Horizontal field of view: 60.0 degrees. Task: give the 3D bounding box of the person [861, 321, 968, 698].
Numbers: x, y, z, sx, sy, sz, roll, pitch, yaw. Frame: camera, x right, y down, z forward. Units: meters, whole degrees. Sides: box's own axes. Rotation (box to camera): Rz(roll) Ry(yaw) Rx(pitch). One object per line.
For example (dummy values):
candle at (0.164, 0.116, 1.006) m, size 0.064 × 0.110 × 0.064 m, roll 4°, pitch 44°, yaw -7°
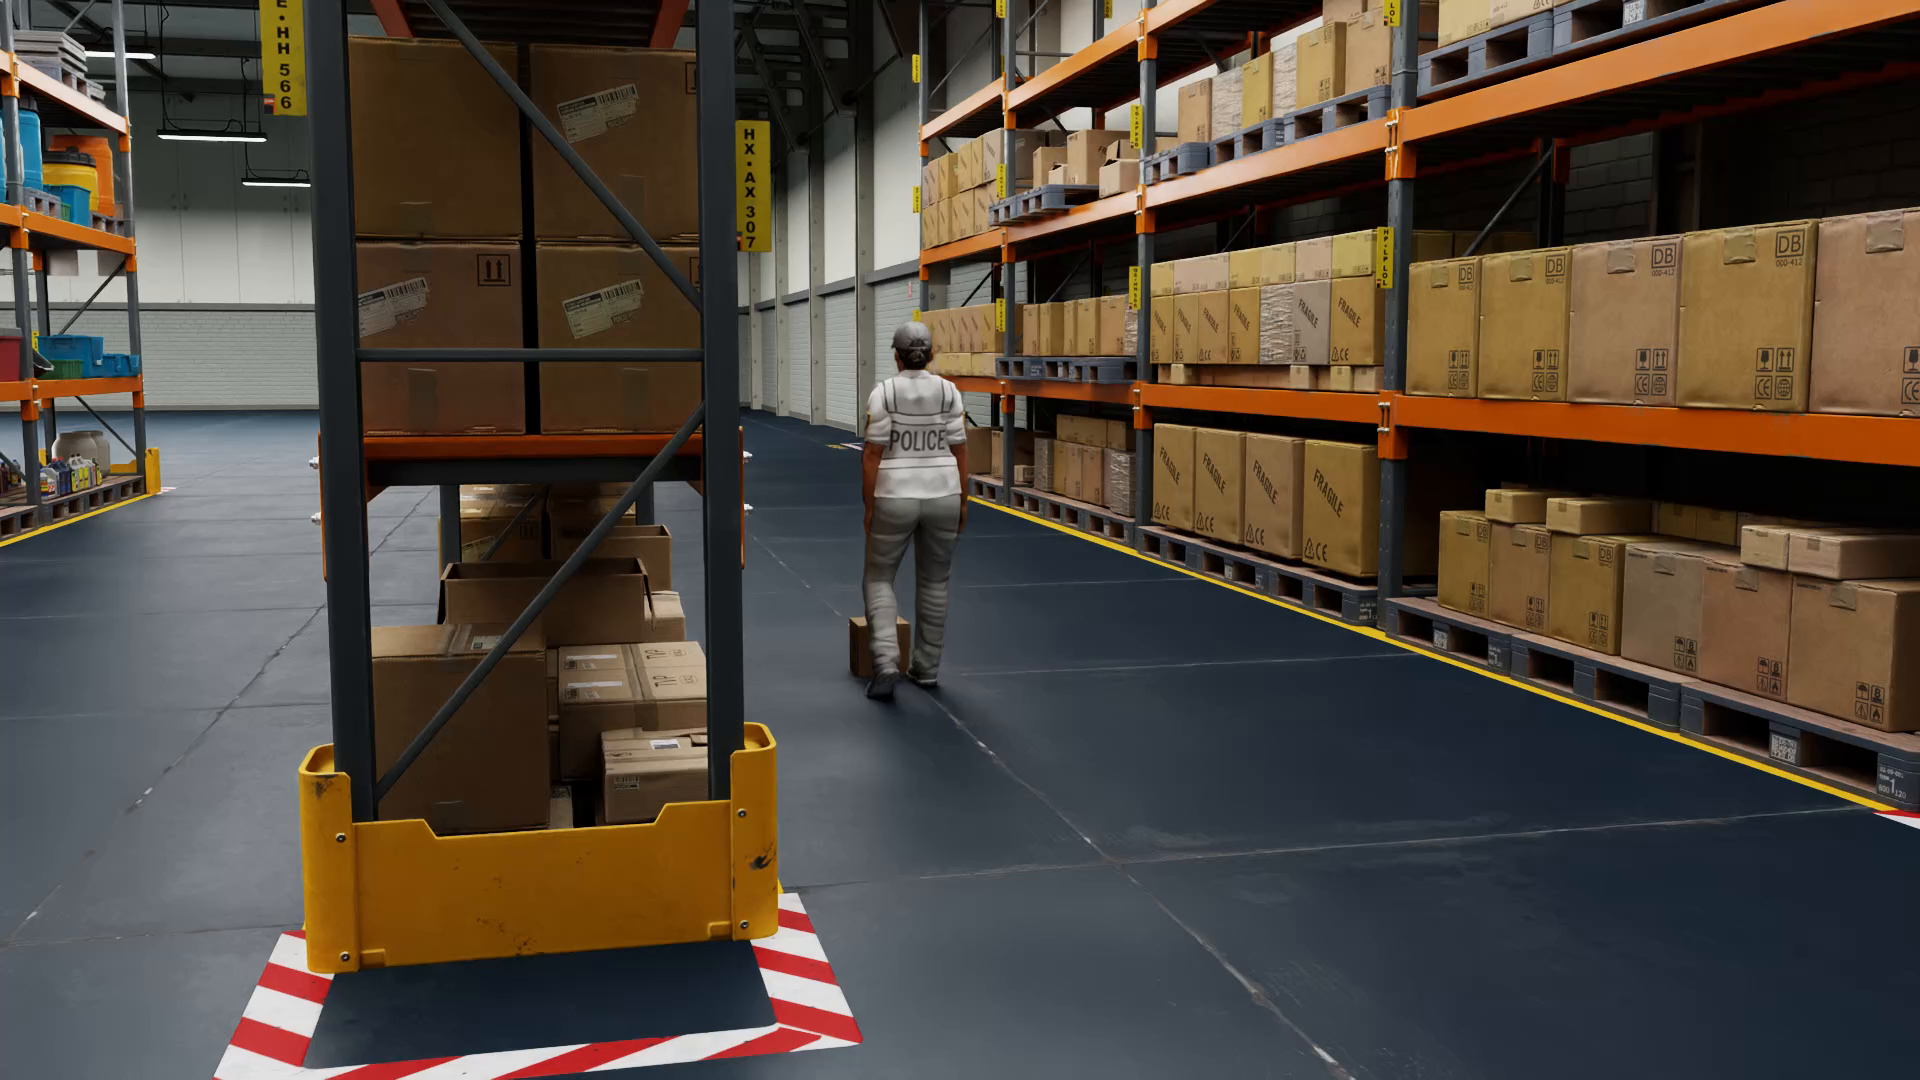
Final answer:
person at (-0.206, -0.144, 7.503) m, size 0.505 × 1.674 × 0.578 m, roll -2°, pitch 6°, yaw -14°
